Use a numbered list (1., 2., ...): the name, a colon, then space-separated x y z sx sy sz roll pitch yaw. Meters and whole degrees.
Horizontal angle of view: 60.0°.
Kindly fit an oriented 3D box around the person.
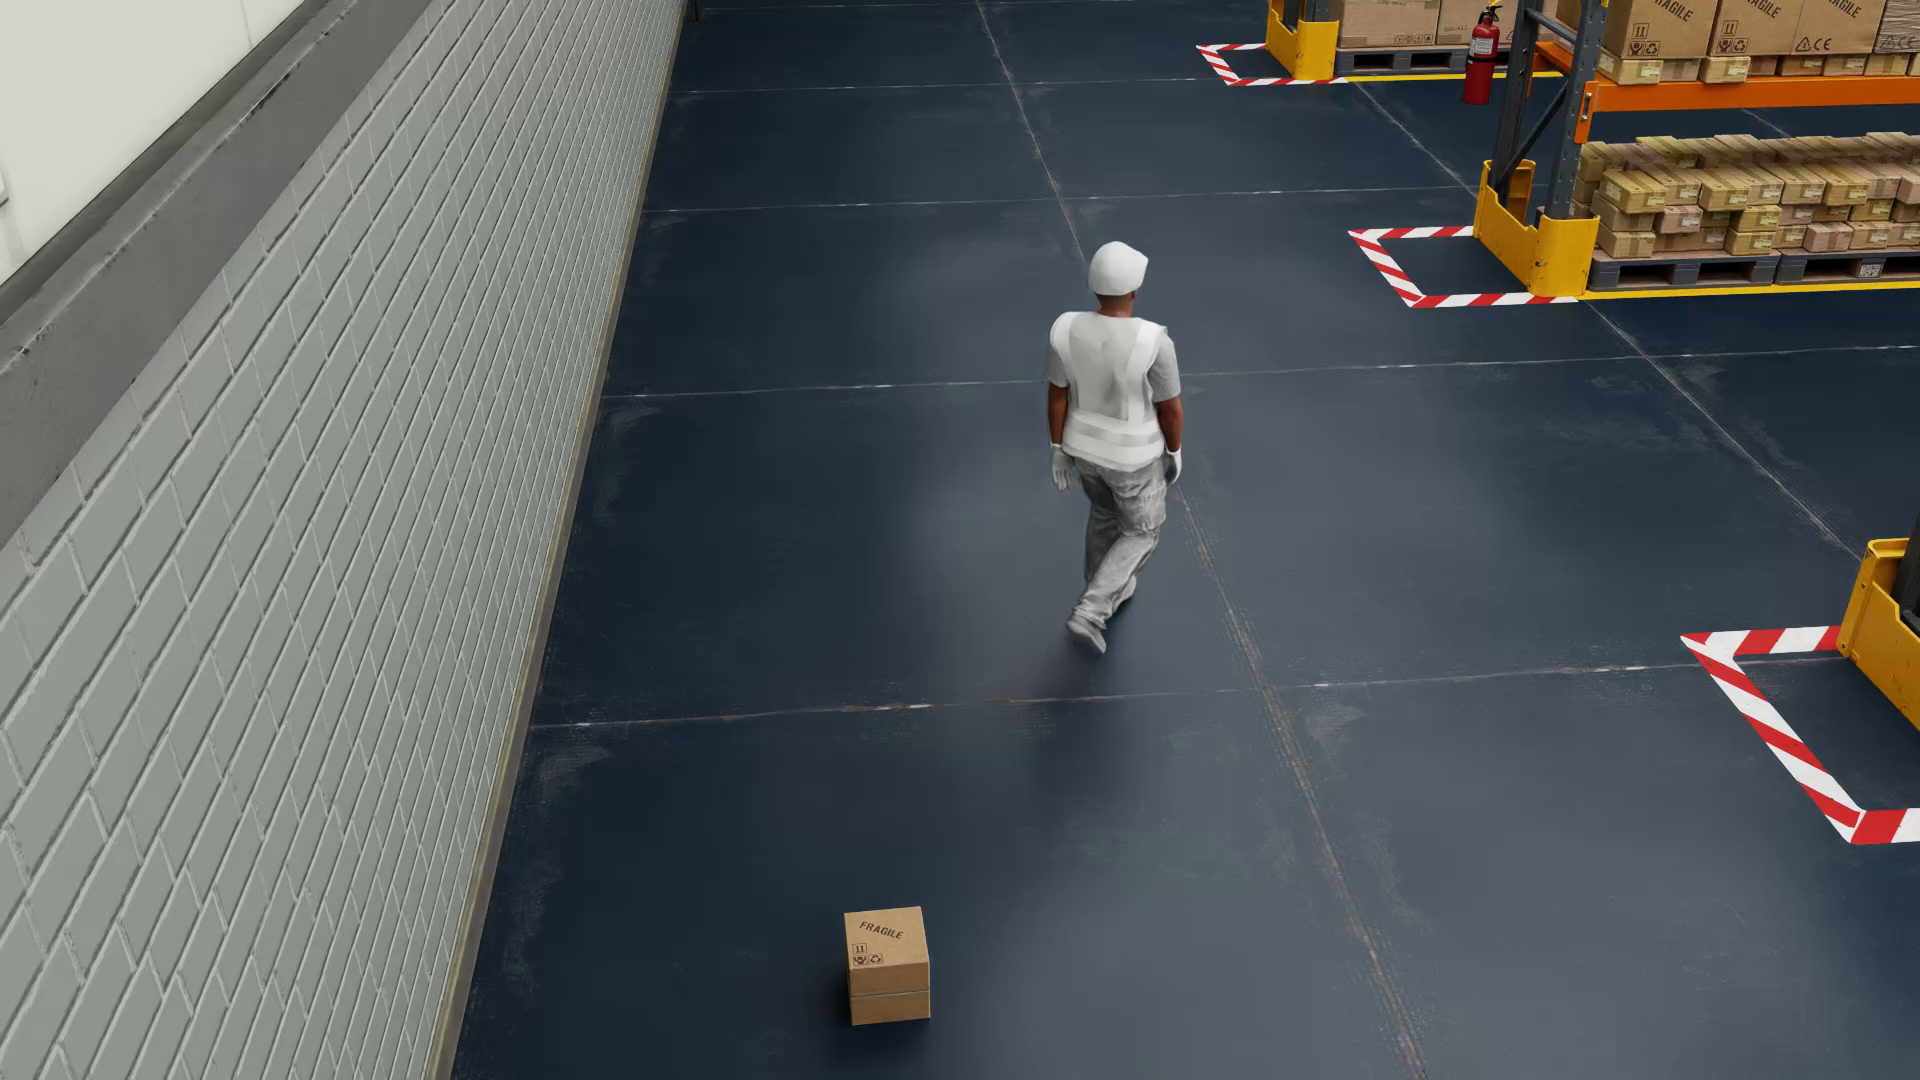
1. person: 0.620 -0.371 6.717 0.541 1.760 0.776 18 35 27
